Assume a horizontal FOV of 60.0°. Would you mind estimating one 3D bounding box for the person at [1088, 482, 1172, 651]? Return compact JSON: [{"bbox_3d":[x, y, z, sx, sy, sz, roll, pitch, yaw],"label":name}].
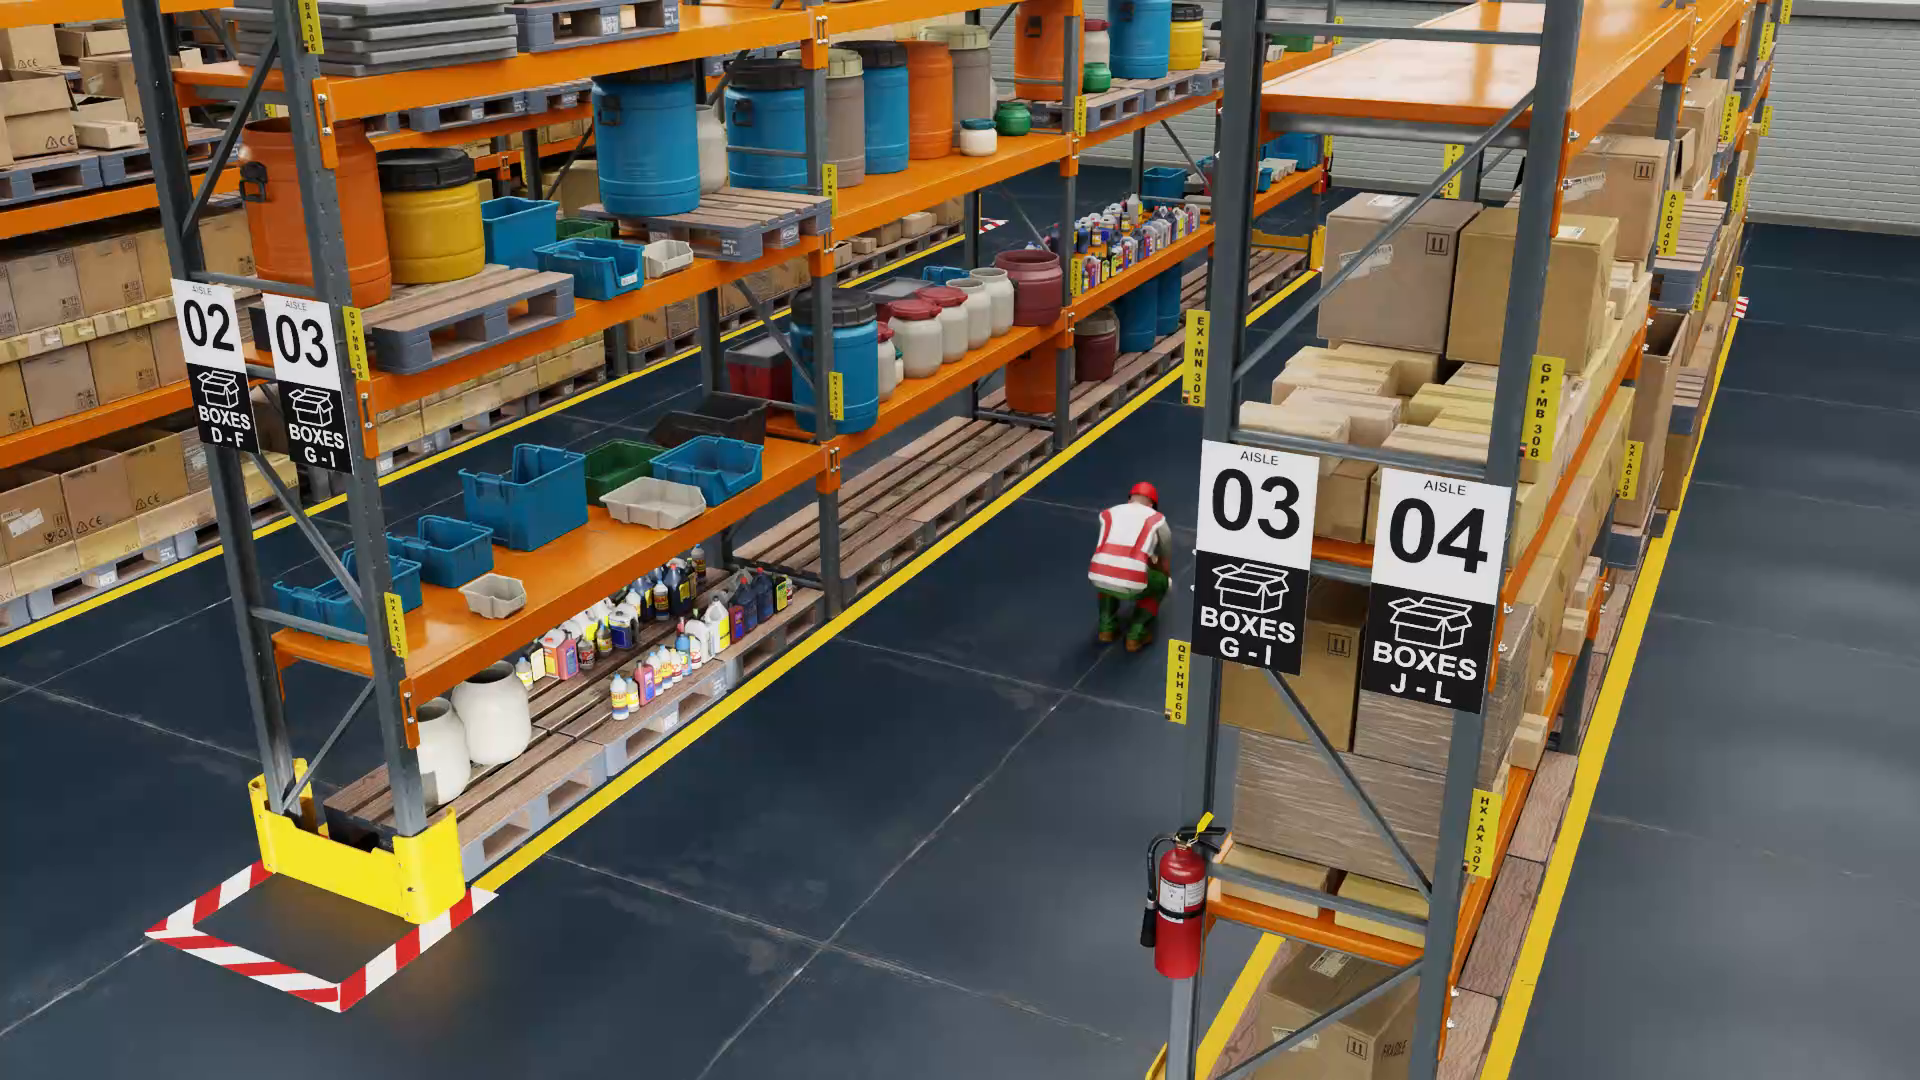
[{"bbox_3d":[1.160,0.182,11.334,0.536,0.993,0.904,10,25,23],"label":"person"}]
